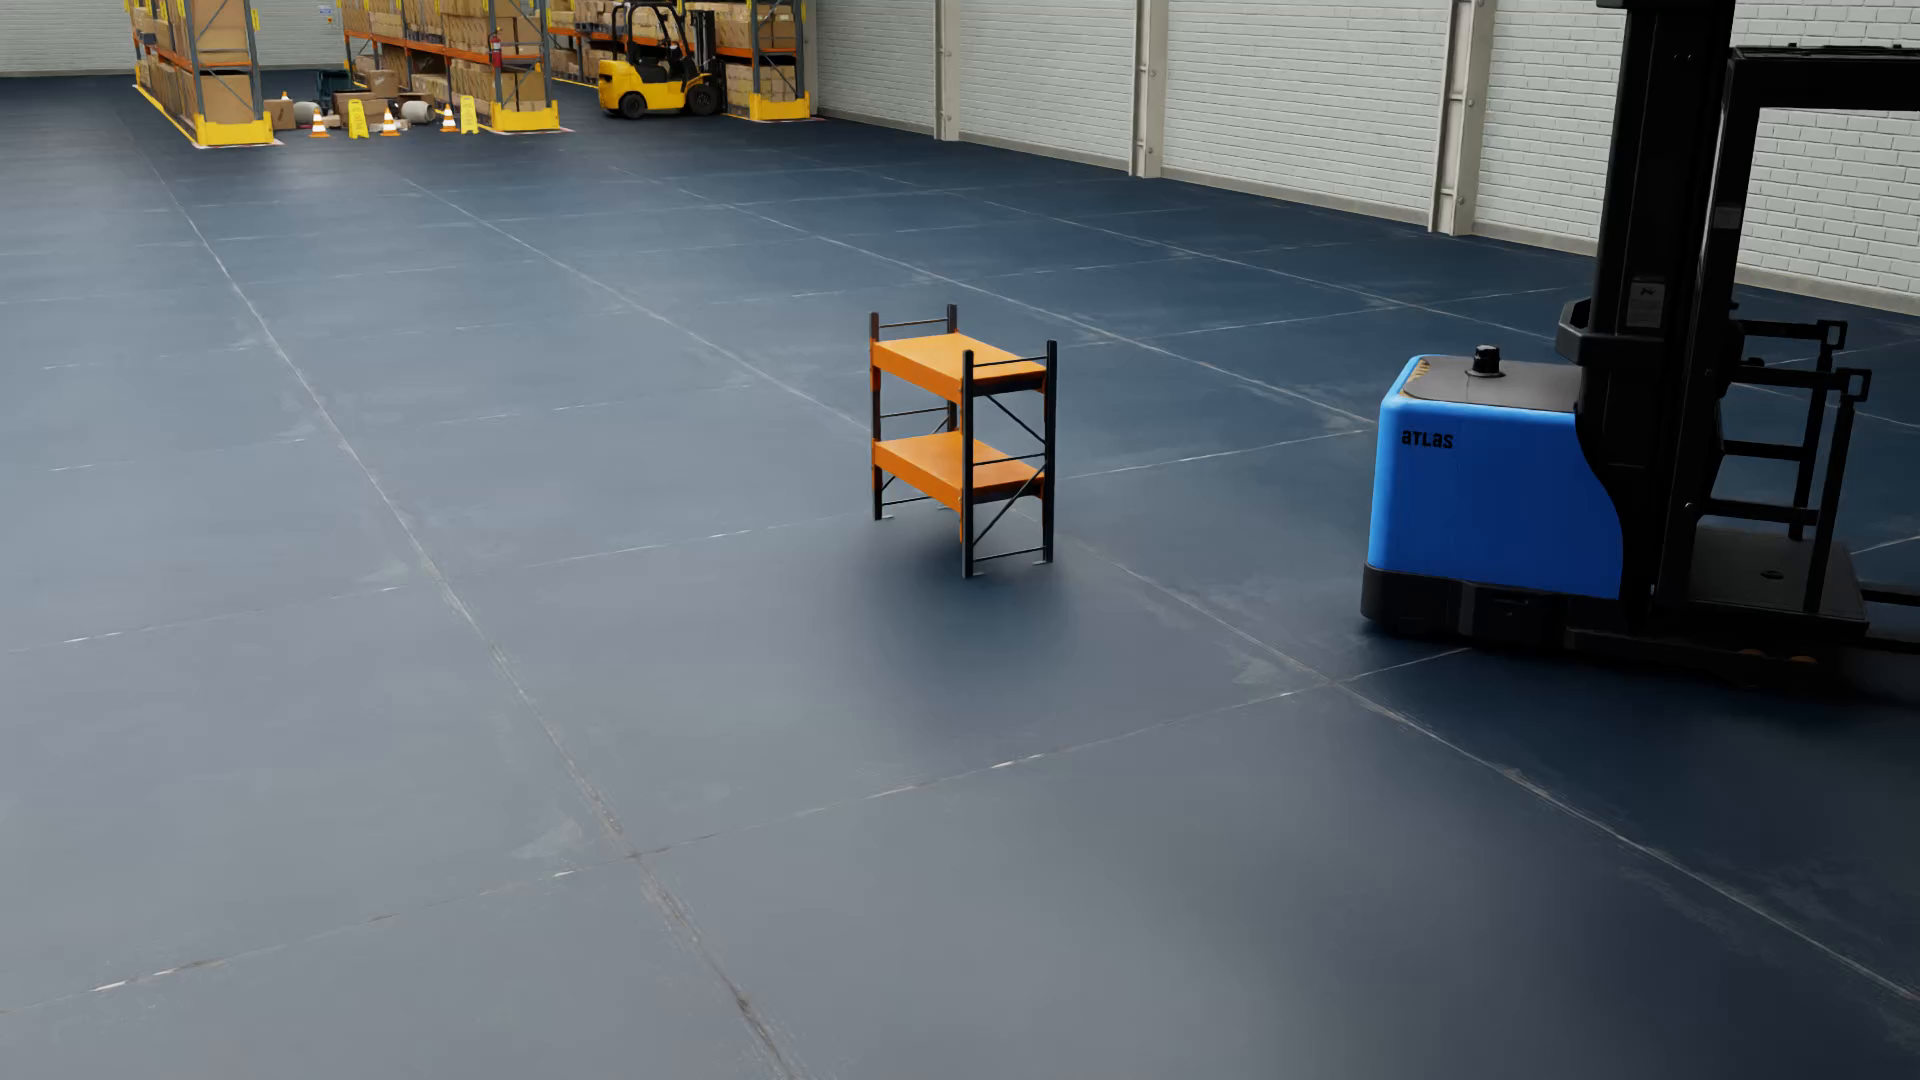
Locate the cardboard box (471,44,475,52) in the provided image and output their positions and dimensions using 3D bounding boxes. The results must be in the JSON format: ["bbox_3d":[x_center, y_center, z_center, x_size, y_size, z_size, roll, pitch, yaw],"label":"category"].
[{"bbox_3d":[-8.932,-9.223,31.146,0.380,0.149,0.250,-10,22,-27],"label":"cardboard box"}]

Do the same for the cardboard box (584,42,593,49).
[{"bbox_3d":[-9.239,-12.455,41.865,0.380,0.149,0.250,-10,22,-28],"label":"cardboard box"}]

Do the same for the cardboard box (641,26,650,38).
[{"bbox_3d":[-6.848,-11.449,37.443,0.500,0.250,0.500,-11,22,-28],"label":"cardboard box"}]

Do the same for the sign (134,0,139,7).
[{"bbox_3d":[-18.377,-11.883,37.143,0.100,0.325,0.005,-10,21,-27],"label":"sign"}]

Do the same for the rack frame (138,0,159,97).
[{"bbox_3d":[-17.904,-11.560,37.534,1.000,3.000,0.127,-10,21,-27],"label":"rack frame"}]

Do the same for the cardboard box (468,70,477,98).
[{"bbox_3d":[-8.991,-8.649,31.520,0.500,0.500,0.500,-11,22,-28],"label":"cardboard box"}]

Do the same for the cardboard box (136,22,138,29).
[{"bbox_3d":[-17.869,-11.304,36.534,0.380,0.149,0.250,-10,21,-26],"label":"cardboard box"}]

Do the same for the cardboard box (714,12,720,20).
[{"bbox_3d":[-4.793,-10.604,33.615,0.380,0.149,0.250,-10,22,-28],"label":"cardboard box"}]

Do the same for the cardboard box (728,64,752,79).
[{"bbox_3d":[-4.271,-9.282,32.970,0.500,0.250,0.500,-10,21,-26],"label":"cardboard box"}]

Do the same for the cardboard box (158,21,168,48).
[{"bbox_3d":[-15.311,-9.855,32.438,0.500,0.500,0.500,-10,22,-27],"label":"cardboard box"}]

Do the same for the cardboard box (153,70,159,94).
[{"bbox_3d":[-17.055,-9.876,35.842,0.500,0.500,0.500,-11,22,-29],"label":"cardboard box"}]

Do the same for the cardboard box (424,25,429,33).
[{"bbox_3d":[-10.980,-10.694,34.765,0.380,0.149,0.250,-9,21,-25],"label":"cardboard box"}]

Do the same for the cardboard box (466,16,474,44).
[{"bbox_3d":[-8.865,-9.501,30.956,0.500,0.500,0.500,-10,21,-27],"label":"cardboard box"}]

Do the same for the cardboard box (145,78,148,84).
[{"bbox_3d":[-18.881,-10.768,38.965,0.380,0.149,0.250,-10,21,-27],"label":"cardboard box"}]

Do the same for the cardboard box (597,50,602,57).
[{"bbox_3d":[-8.733,-12.011,41.036,0.380,0.149,0.250,-10,21,-27],"label":"cardboard box"}]

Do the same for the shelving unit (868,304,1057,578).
[{"bbox_3d":[-0.003,-0.534,8.454,0.538,1.125,1.048,-10,21,-27],"label":"shelving unit"}]

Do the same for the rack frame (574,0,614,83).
[{"bbox_3d":[-9.229,-13.126,42.071,1.000,3.000,0.127,-10,21,-27],"label":"rack frame"}]

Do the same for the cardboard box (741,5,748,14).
[{"bbox_3d":[-4.030,-10.312,32.312,0.380,0.149,0.250,-10,21,-27],"label":"cardboard box"}]

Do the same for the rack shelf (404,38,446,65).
[{"bbox_3d":[-10.746,-10.293,34.966,1.077,0.370,4.000,-10,21,-27],"label":"rack shelf"}]

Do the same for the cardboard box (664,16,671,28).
[{"bbox_3d":[-6.139,-11.242,36.077,0.500,0.250,0.500,-11,22,-28],"label":"cardboard box"}]

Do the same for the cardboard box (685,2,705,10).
[{"bbox_3d":[-5.539,-11.186,34.847,0.380,0.149,0.250,-10,21,-26],"label":"cardboard box"}]

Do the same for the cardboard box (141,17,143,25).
[{"bbox_3d":[-17.013,-10.927,34.984,0.380,0.149,0.250,-10,21,-27],"label":"cardboard box"}]

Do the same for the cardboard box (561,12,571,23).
[{"bbox_3d":[-9.936,-13.445,42.771,0.500,0.250,0.500,-10,21,-26],"label":"cardboard box"}]

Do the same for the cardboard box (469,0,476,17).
[{"bbox_3d":[-8.565,-9.831,30.380,0.700,0.500,0.500,-10,21,-26],"label":"cardboard box"}]

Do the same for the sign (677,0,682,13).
[{"bbox_3d":[-5.903,-11.252,34.988,0.100,0.325,0.005,-10,21,-27],"label":"sign"}]

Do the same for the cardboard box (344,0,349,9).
[{"bbox_3d":[-15.266,-13.695,42.034,0.500,0.500,0.500,-11,22,-28],"label":"cardboard box"}]

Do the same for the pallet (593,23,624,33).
[{"bbox_3d":[-8.257,-12.444,40.391,1.003,0.211,1.213,-10,21,-27],"label":"pallet"}]

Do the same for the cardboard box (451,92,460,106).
[{"bbox_3d":[-9.754,-8.747,32.953,0.500,0.250,0.500,-11,22,-29],"label":"cardboard box"}]

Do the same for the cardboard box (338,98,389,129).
[{"bbox_3d":[-10.959,-7.843,30.589,0.637,0.503,0.797,7,20,20],"label":"cardboard box"}]

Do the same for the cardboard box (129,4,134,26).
[{"bbox_3d":[-19.833,-12.724,40.299,0.500,0.500,0.500,-9,21,-24],"label":"cardboard box"}]

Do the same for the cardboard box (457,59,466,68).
[{"bbox_3d":[-9.502,-9.215,32.167,0.380,0.149,0.250,-9,21,-25],"label":"cardboard box"}]

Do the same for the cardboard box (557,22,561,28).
[{"bbox_3d":[-10.319,-13.505,43.556,0.380,0.149,0.250,-10,21,-27],"label":"cardboard box"}]

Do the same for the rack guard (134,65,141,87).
[{"bbox_3d":[-19.767,-11.505,41.206,1.175,0.500,0.348,-10,21,-27],"label":"rack guard"}]

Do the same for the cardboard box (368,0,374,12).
[{"bbox_3d":[-13.639,-12.705,39.165,0.500,0.500,0.500,-10,21,-26],"label":"cardboard box"}]

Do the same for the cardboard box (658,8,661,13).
[{"bbox_3d":[-6.420,-11.609,36.528,0.380,0.149,0.250,-10,21,-26],"label":"cardboard box"}]

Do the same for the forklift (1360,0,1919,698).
[{"bbox_3d":[3.365,-0.941,6.865,3.031,2.935,1.130,8,20,21],"label":"forklift"}]

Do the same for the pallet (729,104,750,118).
[{"bbox_3d":[-3.930,-8.576,33.160,1.003,0.211,1.213,-10,21,-27],"label":"pallet"}]

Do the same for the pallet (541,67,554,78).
[{"bbox_3d":[-10.713,-12.705,45.128,1.003,0.211,1.213,-10,21,-27],"label":"pallet"}]

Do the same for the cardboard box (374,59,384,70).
[{"bbox_3d":[-13.799,-11.540,40.760,0.875,0.438,0.875,-10,22,-27],"label":"cardboard box"}]

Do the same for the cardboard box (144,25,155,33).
[{"bbox_3d":[-16.643,-10.562,34.383,0.380,0.149,0.250,-10,21,-26],"label":"cardboard box"}]

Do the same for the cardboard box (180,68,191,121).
[{"bbox_3d":[-13.436,-8.008,29.854,0.875,0.875,0.875,-10,21,-26],"label":"cardboard box"}]

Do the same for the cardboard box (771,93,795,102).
[{"bbox_3d":[-3.591,-8.751,32.964,0.500,0.250,0.500,-10,21,-26],"label":"cardboard box"}]

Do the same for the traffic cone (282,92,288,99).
[{"bbox_3d":[-13.413,-8.683,33.086,0.336,0.463,0.334,-10,21,-27],"label":"traffic cone"}]

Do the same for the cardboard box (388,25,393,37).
[{"bbox_3d":[-12.646,-11.533,37.685,0.500,0.250,0.500,-10,22,-27],"label":"cardboard box"}]

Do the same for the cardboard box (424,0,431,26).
[{"bbox_3d":[-10.694,-10.834,34.177,0.500,0.500,0.500,-9,21,-25],"label":"cardboard box"}]

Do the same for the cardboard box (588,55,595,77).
[{"bbox_3d":[-8.935,-11.818,41.468,0.500,0.500,0.500,-10,22,-27],"label":"cardboard box"}]

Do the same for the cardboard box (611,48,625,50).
[{"bbox_3d":[-8.548,-12.245,41.713,0.380,0.149,0.250,-10,21,-26],"label":"cardboard box"}]
